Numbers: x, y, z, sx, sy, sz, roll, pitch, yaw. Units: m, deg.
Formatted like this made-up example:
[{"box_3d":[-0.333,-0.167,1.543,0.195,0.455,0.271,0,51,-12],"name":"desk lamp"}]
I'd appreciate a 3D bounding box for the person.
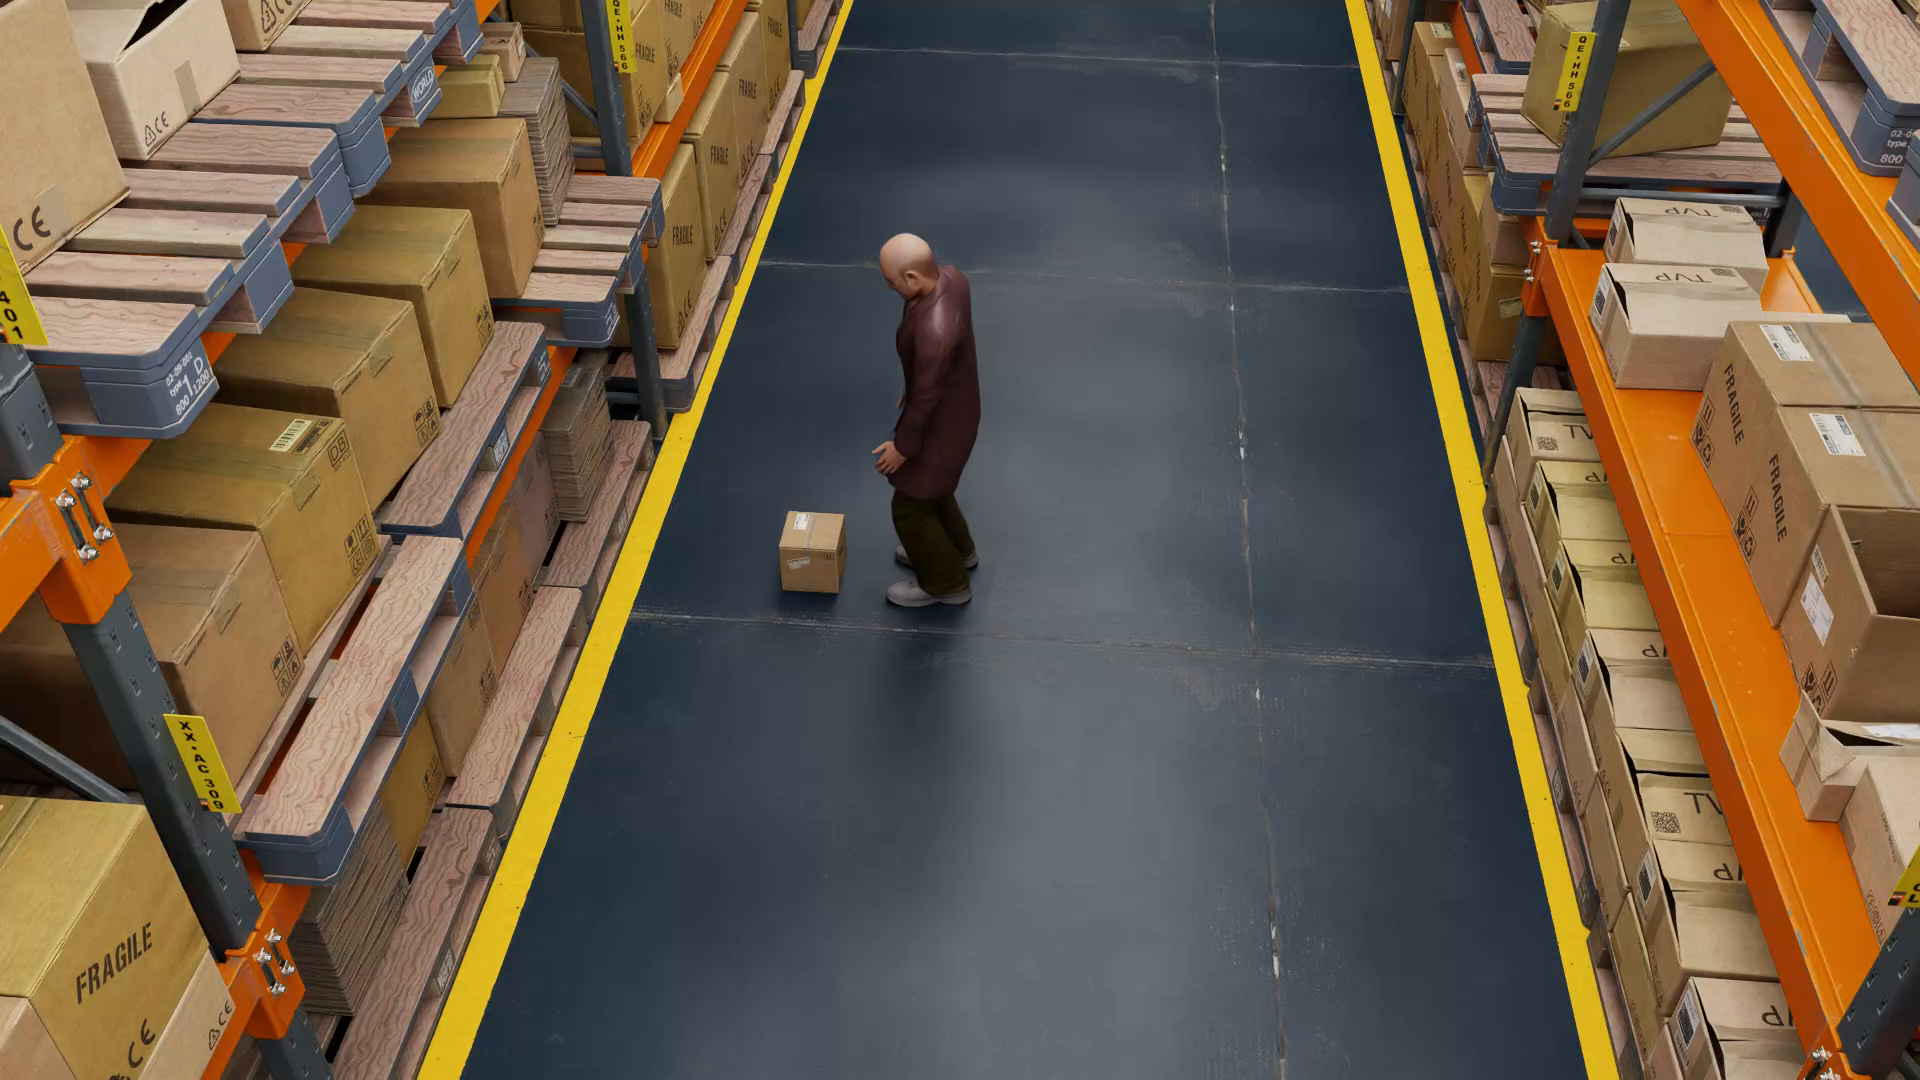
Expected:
[{"box_3d":[-0.126,-0.469,6.778,0.409,1.737,0.587,4,40,5],"name":"person"}]
